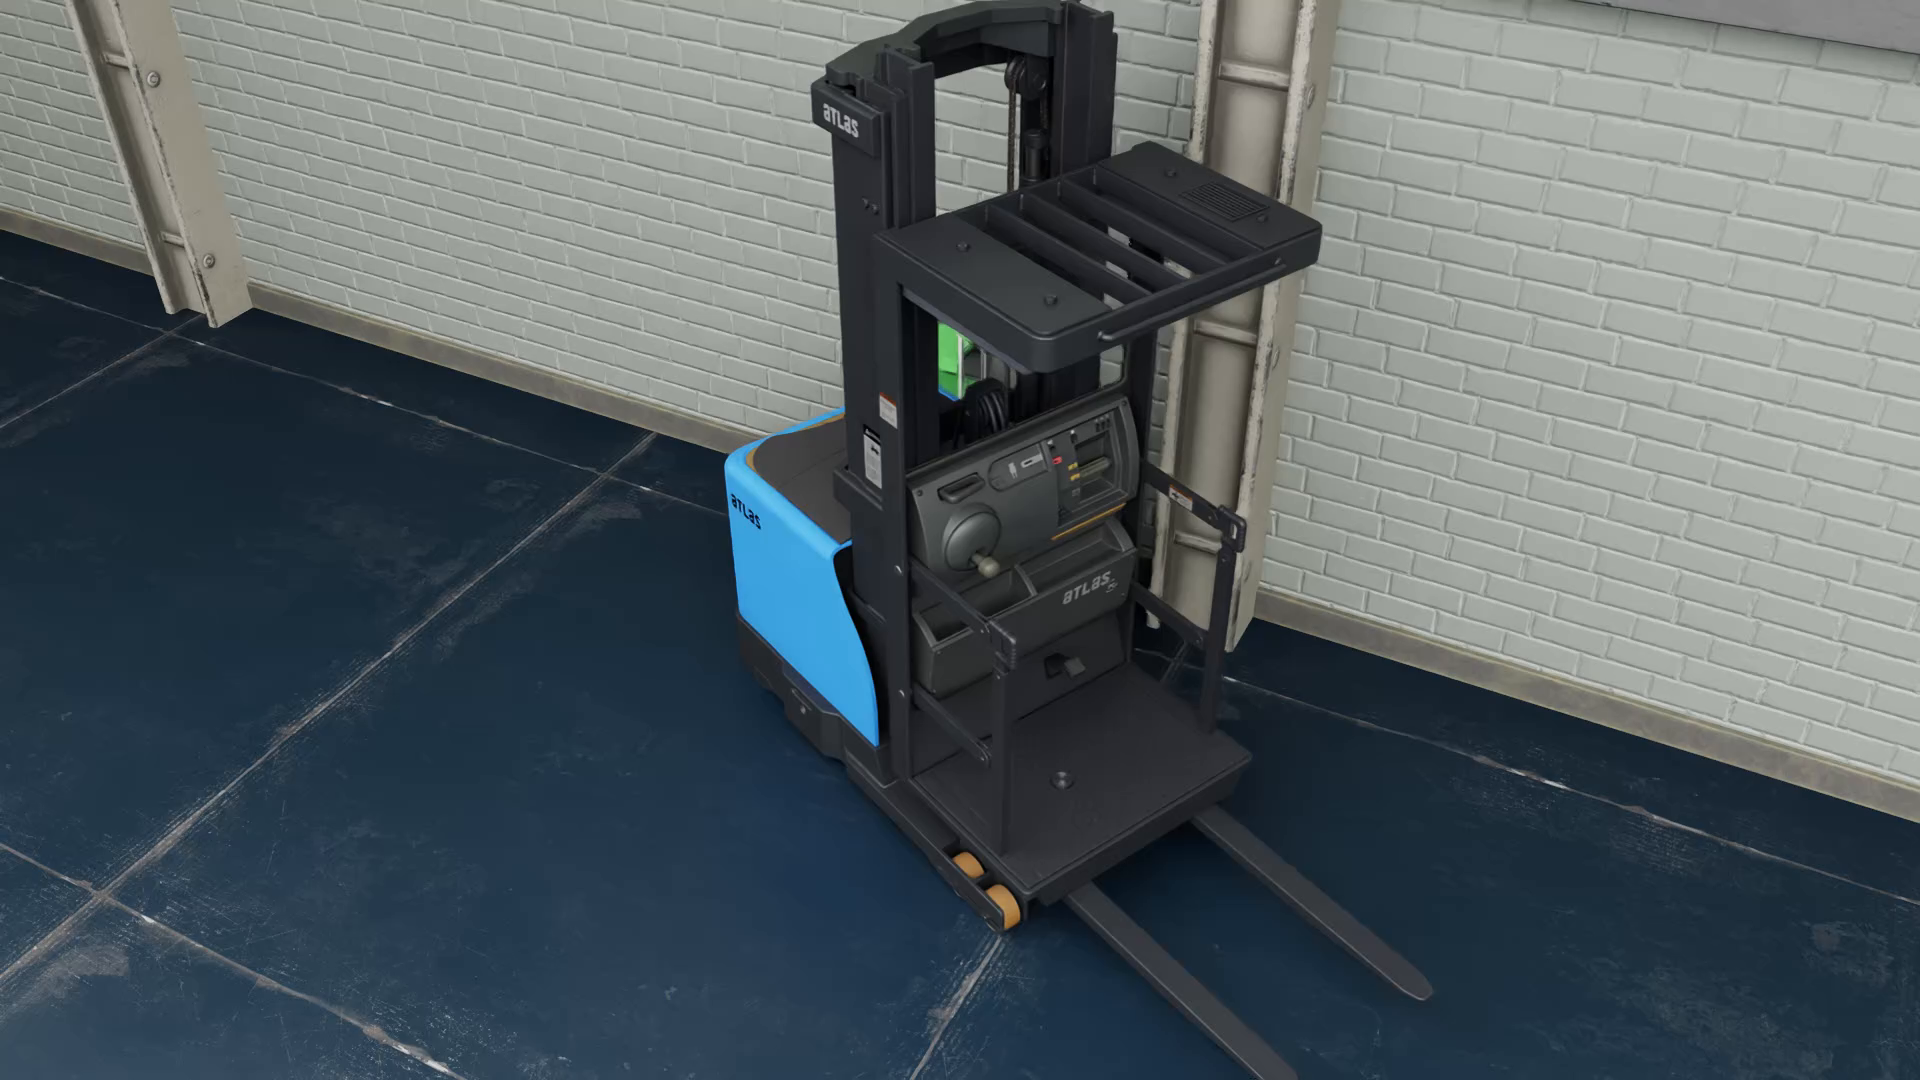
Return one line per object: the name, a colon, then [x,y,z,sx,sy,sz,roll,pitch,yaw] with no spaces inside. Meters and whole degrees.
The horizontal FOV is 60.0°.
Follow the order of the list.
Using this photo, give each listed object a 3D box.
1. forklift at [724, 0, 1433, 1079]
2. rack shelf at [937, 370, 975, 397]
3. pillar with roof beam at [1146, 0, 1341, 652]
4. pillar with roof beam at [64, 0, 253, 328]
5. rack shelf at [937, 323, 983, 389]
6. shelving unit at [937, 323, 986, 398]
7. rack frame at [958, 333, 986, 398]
forklift: [0.366,-0.116,5.479,1.130,2.935,3.031,-25,44,-29]
rack shelf: [-0.168,-0.639,7.307,0.480,0.148,0.258,17,40,21]
pillar with roof beam: [-0.924,-0.928,1.530,0.400,9.000,9.100,17,41,21]
pillar with roof beam: [-6.252,-2.596,3.728,0.400,9.000,9.100,17,41,21]
rack shelf: [-0.168,-0.830,7.162,0.480,0.148,0.258,17,40,21]
shelving unit: [-0.169,-0.498,7.413,0.503,1.200,0.258,17,40,21]
rack frame: [0.049,-0.431,7.325,0.015,1.200,0.240,17,40,21]
